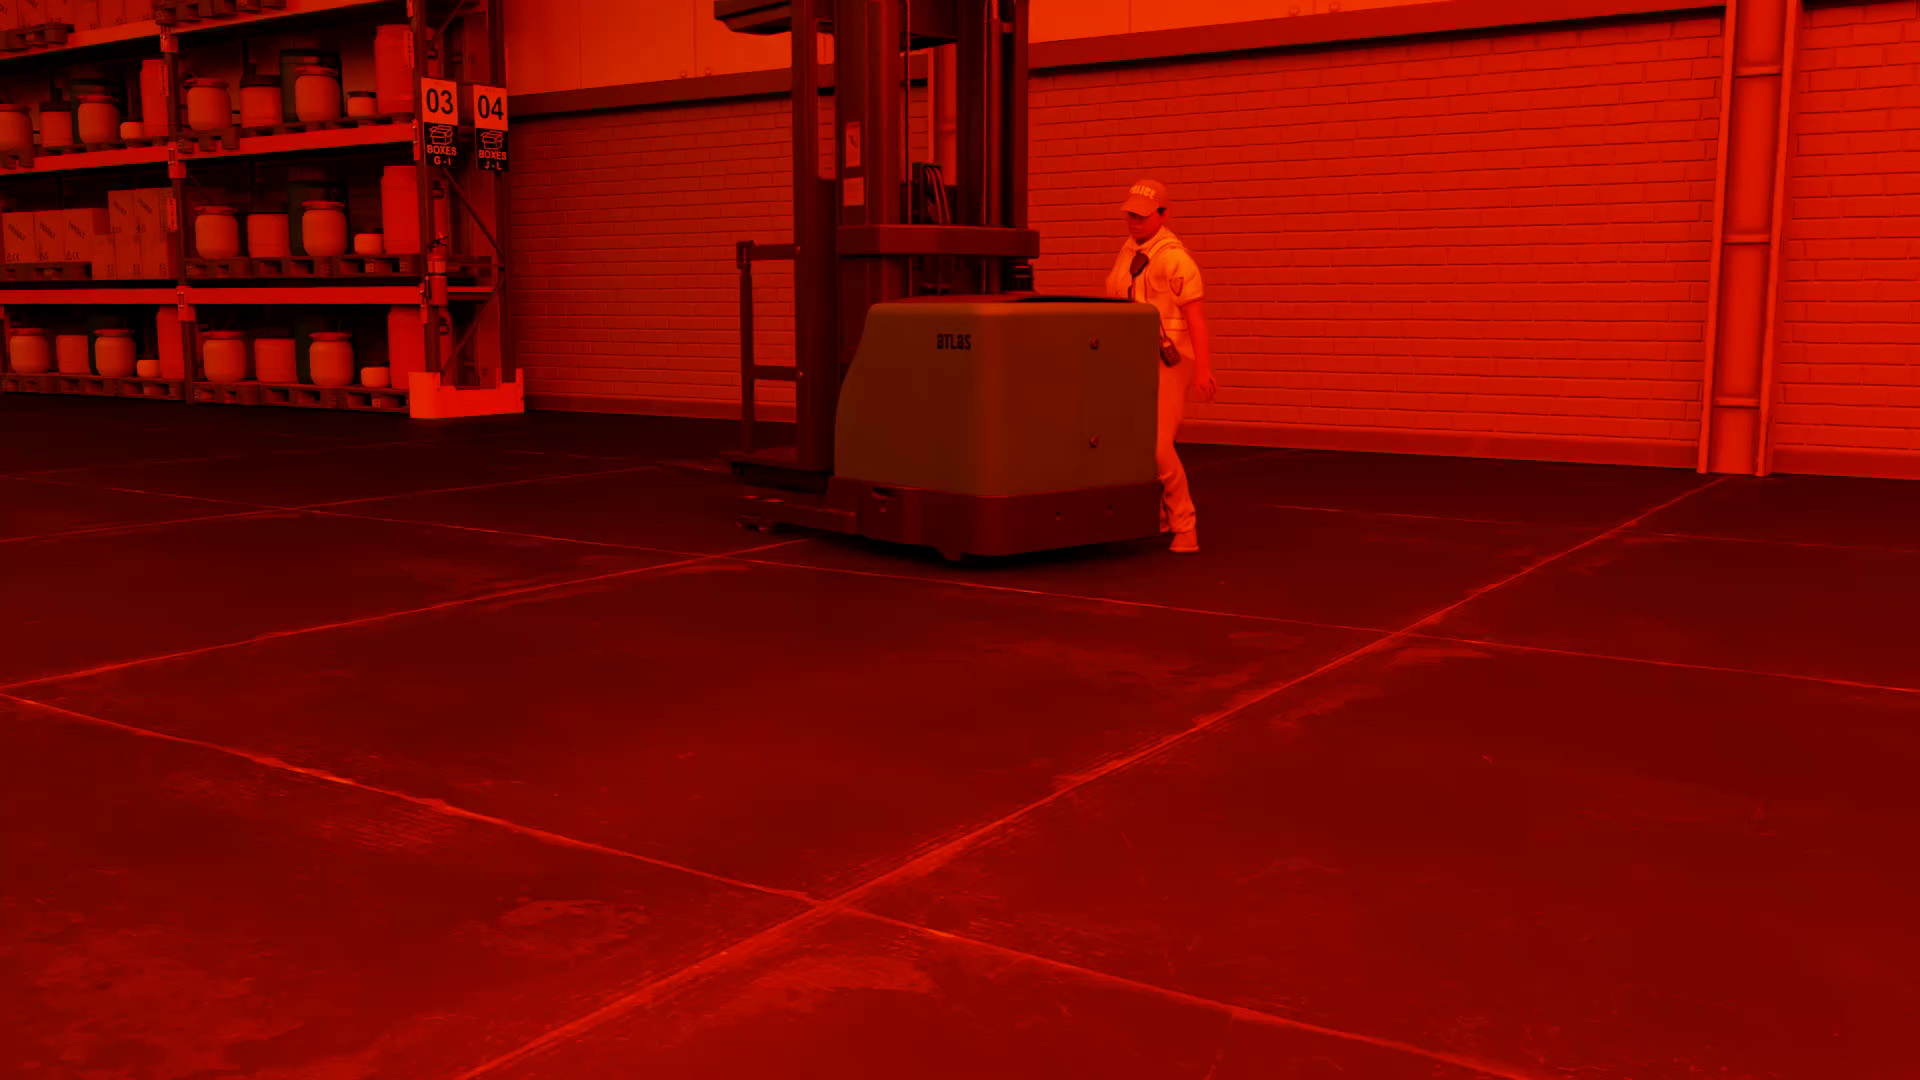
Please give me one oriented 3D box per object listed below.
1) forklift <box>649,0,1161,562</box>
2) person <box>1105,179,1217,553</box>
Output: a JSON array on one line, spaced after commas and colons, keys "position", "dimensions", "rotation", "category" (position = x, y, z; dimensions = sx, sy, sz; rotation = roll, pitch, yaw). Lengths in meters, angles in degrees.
[{"position": [-0.457, -1.521, 7.887], "dimensions": [1.130, 2.935, 3.031], "rotation": [-7, 11, -39], "category": "forklift"}, {"position": [0.865, -0.780, 7.458], "dimensions": [0.482, 1.630, 0.836], "rotation": [-3, 9, -22], "category": "person"}]
